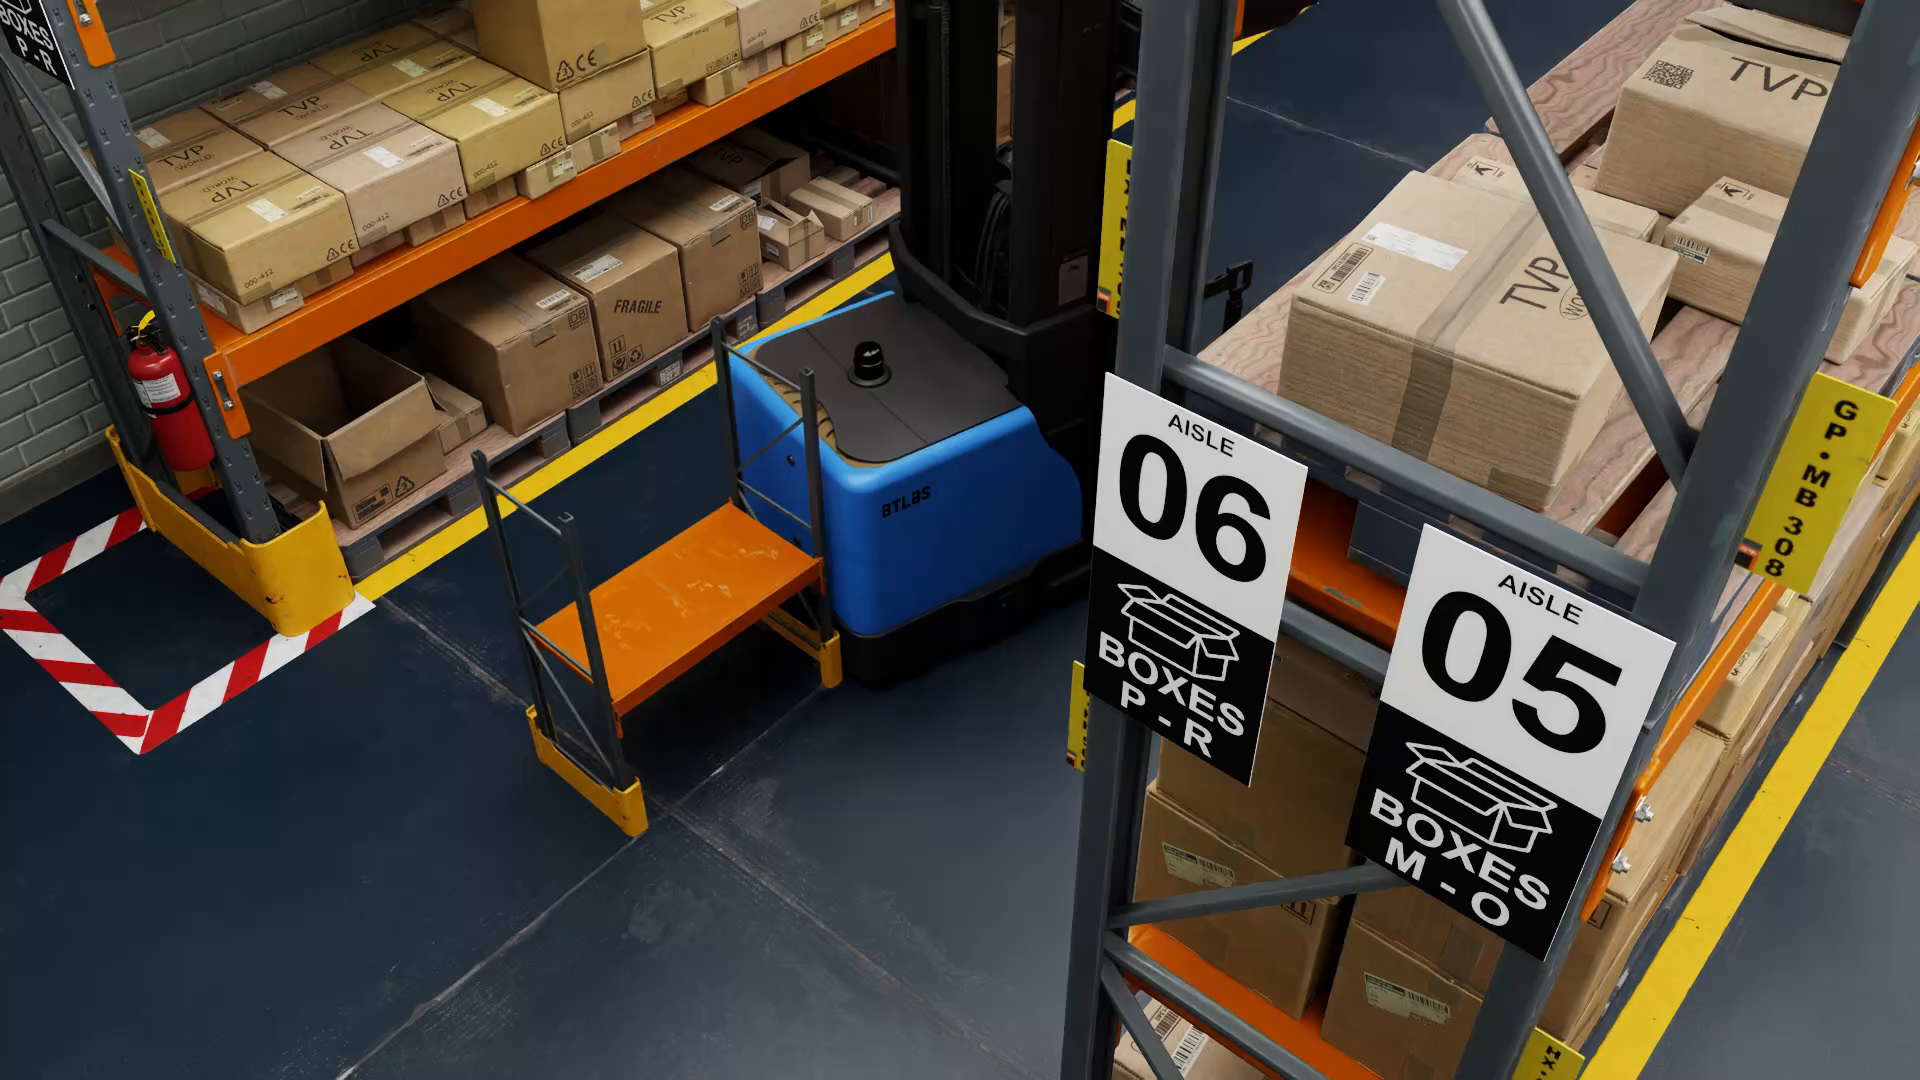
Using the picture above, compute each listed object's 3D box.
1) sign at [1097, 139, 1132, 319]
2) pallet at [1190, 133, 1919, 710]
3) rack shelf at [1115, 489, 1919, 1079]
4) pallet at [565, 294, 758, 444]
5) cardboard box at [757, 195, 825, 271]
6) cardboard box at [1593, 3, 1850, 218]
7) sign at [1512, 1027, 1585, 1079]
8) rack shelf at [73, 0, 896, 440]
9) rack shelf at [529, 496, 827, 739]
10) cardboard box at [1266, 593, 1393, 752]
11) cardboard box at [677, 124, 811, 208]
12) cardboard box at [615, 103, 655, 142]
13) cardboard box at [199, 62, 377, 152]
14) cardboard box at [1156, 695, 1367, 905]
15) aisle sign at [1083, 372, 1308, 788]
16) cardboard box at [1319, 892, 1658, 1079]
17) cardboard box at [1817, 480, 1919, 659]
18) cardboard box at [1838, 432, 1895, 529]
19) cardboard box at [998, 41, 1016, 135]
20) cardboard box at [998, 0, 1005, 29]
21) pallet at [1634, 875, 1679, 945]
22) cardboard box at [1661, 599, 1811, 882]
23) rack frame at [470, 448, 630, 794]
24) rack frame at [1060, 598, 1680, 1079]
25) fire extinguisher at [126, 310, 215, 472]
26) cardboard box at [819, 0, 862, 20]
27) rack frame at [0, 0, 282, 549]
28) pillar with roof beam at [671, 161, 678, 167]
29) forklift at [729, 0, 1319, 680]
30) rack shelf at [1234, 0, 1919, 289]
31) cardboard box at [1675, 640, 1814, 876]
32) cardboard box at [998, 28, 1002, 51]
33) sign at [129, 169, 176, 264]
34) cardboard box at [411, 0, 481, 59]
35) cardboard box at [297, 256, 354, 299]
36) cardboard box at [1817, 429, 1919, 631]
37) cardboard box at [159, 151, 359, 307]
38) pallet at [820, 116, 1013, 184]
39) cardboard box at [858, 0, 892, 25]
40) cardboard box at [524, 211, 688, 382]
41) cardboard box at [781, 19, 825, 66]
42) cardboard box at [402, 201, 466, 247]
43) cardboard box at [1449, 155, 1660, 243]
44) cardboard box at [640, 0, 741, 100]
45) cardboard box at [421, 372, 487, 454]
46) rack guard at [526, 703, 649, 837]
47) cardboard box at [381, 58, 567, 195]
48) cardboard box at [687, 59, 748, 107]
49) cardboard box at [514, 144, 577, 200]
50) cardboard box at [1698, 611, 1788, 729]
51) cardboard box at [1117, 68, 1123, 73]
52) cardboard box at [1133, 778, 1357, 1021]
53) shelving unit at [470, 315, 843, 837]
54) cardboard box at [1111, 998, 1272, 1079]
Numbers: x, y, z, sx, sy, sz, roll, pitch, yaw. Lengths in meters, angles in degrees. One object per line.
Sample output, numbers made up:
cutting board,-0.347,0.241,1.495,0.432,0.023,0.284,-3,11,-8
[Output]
sign,0.276,-0.499,2.740,0.100,0.325,0.005,29,50,28
pallet,1.151,-0.312,3.200,1.003,0.211,1.213,29,50,28
rack shelf,1.969,0.388,5.129,1.077,0.370,4.000,29,50,28
pallet,-1.773,-1.039,8.236,1.003,0.211,1.213,29,50,28
cardboard box,-0.909,-1.601,8.502,0.396,0.266,0.258,31,51,30
cardboard box,1.684,-0.867,3.424,0.500,0.311,0.500,30,50,29
sign,1.103,1.045,3.169,0.100,0.325,0.005,29,50,28
rack shelf,-1.833,-1.759,7.490,1.077,0.370,4.000,29,50,28
rack shelf,-1.034,0.262,6.114,0.538,0.185,1.000,32,51,30
cardboard box,0.760,0.233,3.464,0.380,0.149,0.250,30,50,29
cardboard box,-1.151,-1.978,8.882,0.500,0.311,0.500,31,51,30
cardboard box,-1.564,-1.902,7.299,0.380,0.149,0.250,29,50,28
cardboard box,-2.694,-1.667,6.744,0.500,0.250,0.500,30,50,29
cardboard box,0.810,0.393,3.770,0.500,0.500,0.500,31,51,30
aisle sign,0.398,0.092,2.986,0.394,0.787,0.004,29,50,28
cardboard box,1.211,0.992,3.856,0.500,0.500,0.500,29,50,28
cardboard box,2.514,-0.063,5.016,0.500,0.500,0.500,29,50,28
cardboard box,1.968,-0.220,3.963,0.380,0.149,0.250,30,50,29
cardboard box,0.273,-2.716,9.553,0.500,0.500,0.500,29,50,28
cardboard box,0.020,-2.860,9.008,0.380,0.149,0.250,27,49,27
pallet,1.922,1.112,5.870,1.003,0.211,1.213,29,50,28
cardboard box,1.536,0.352,3.816,0.500,0.500,0.500,28,49,27
rack frame,-1.378,0.381,5.716,0.500,1.500,0.032,32,51,30
rack frame,0.682,1.151,3.754,1.000,3.000,0.127,29,50,28
fire extinguisher,-2.861,-0.553,5.964,0.296,0.674,0.183,29,50,28
cardboard box,-0.686,-2.742,7.926,0.500,0.250,0.500,31,51,29
rack frame,-3.120,-0.996,6.115,1.000,3.000,0.127,29,50,28
pillar with roof beam,1.612,-3.443,4.347,9.100,9.000,0.400,29,50,28
forklift,0.580,-1.315,6.517,3.031,2.935,1.130,-25,48,-25
rack shelf,1.969,-1.684,3.245,1.077,0.370,4.000,29,50,28
cardboard box,1.856,0.465,4.435,0.500,0.500,0.500,29,50,28
cardboard box,0.008,-2.772,9.132,0.380,0.149,0.250,28,49,27
sign,-2.704,-1.081,5.566,0.100,0.325,0.005,29,50,28
cardboard box,-2.035,-2.189,7.318,0.500,0.250,0.500,29,50,28
cardboard box,-2.570,-1.104,6.422,0.380,0.149,0.250,31,51,29
cardboard box,2.182,-0.174,4.394,0.500,0.500,0.500,30,50,29
cardboard box,-2.621,-1.167,6.194,0.500,0.250,0.500,30,50,29
pallet,-0.051,-2.459,9.797,1.003,0.211,1.213,29,50,28
cardboard box,-0.557,-2.689,8.164,0.380,0.149,0.250,30,50,29
cardboard box,-1.657,-1.152,7.834,0.500,0.500,0.500,30,50,29
cardboard box,-0.857,-2.401,7.848,0.380,0.149,0.250,31,51,29
cardboard box,-2.218,-1.358,6.701,0.380,0.149,0.250,31,51,30
cardboard box,1.111,-0.579,3.228,0.380,0.149,0.250,26,48,26
cardboard box,-1.329,-2.227,7.360,0.500,0.250,0.500,29,50,28
cardboard box,-2.350,-0.572,7.457,0.380,0.149,0.250,28,49,27
rack guard,-1.377,0.843,6.137,0.587,0.250,0.087,32,51,30
cardboard box,-1.973,-1.689,6.769,0.500,0.250,0.500,29,49,28
cardboard box,-1.189,-2.134,7.554,0.380,0.149,0.250,29,50,28
cardboard box,-1.831,-1.595,6.961,0.380,0.149,0.250,28,49,27
cardboard box,1.492,0.192,3.510,0.380,0.149,0.250,31,51,30
cardboard box,0.936,-3.235,10.125,0.500,0.500,0.500,28,49,27
cardboard box,0.790,0.751,4.120,0.500,0.500,0.500,30,50,29
shelving unit,-1.040,0.133,5.989,0.587,1.500,1.083,32,51,30
cardboard box,1.030,1.561,4.896,0.875,0.438,0.875,28,49,27
